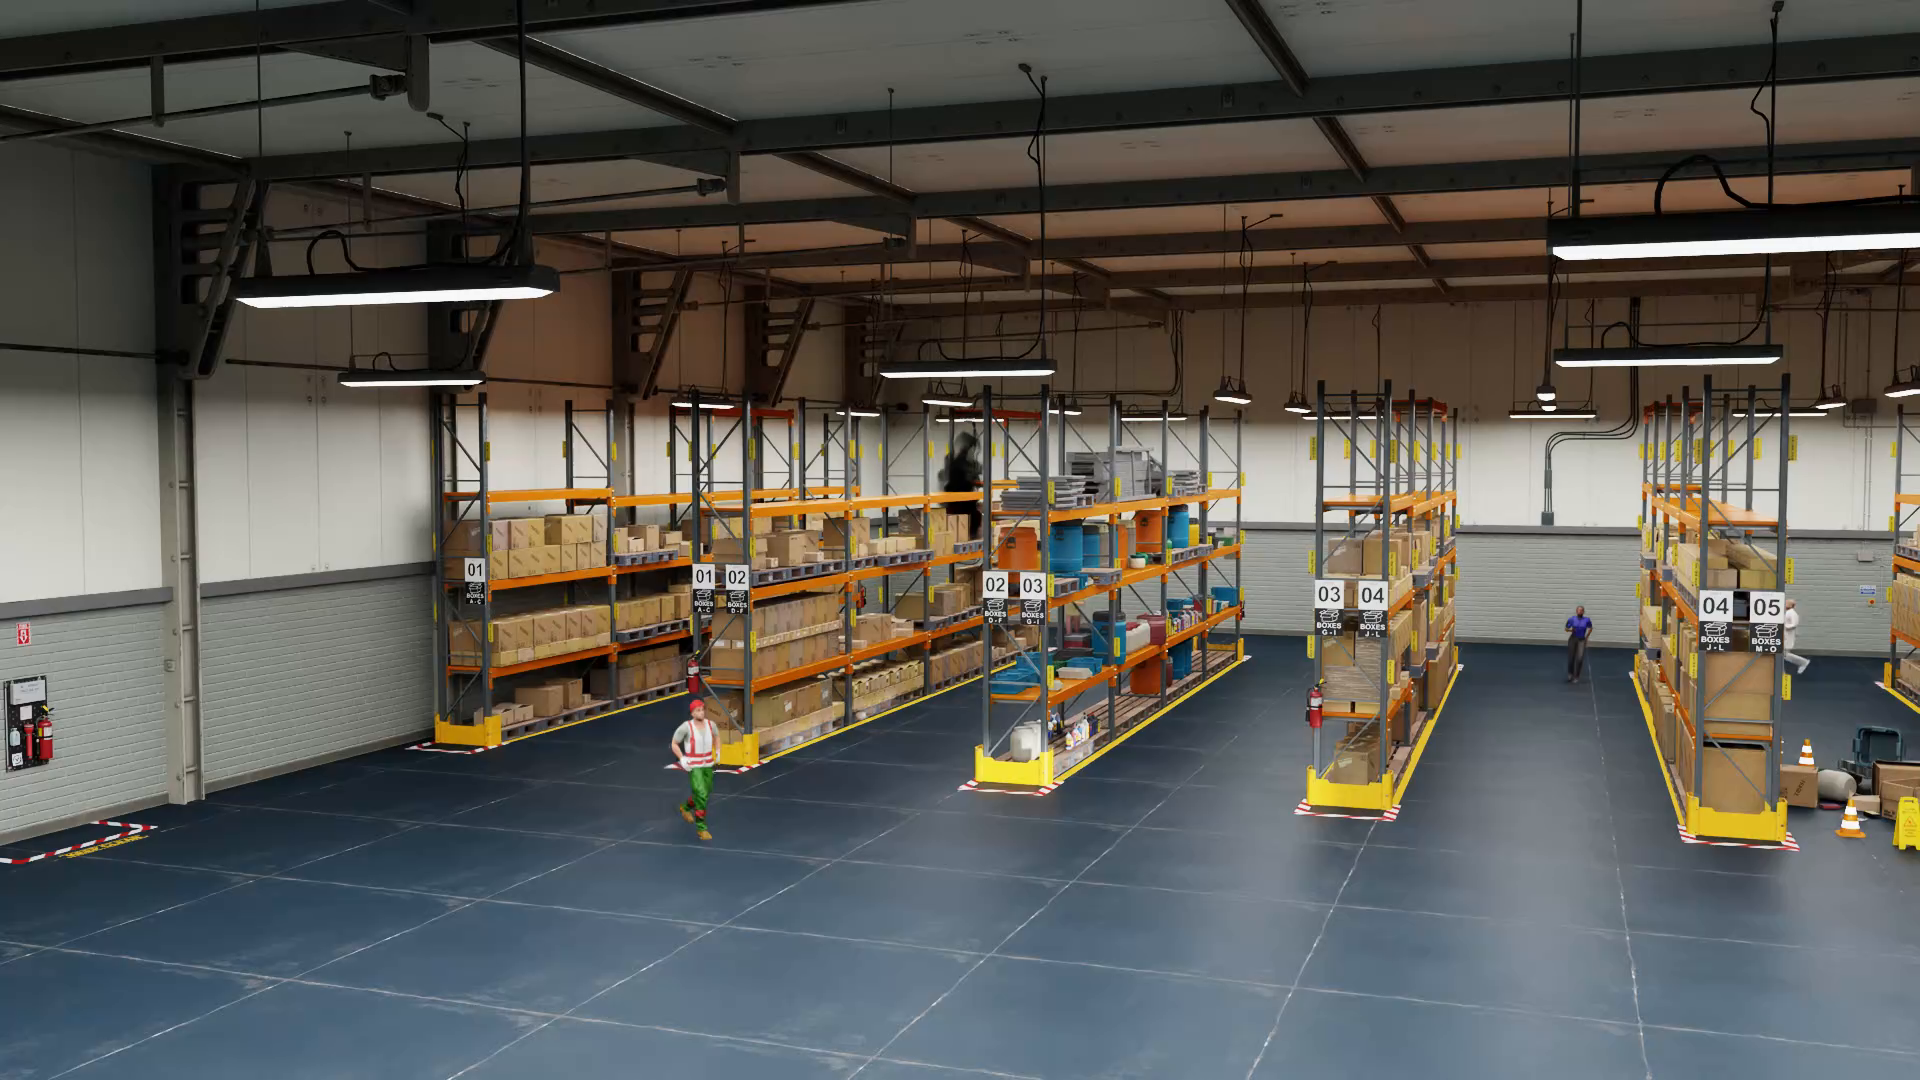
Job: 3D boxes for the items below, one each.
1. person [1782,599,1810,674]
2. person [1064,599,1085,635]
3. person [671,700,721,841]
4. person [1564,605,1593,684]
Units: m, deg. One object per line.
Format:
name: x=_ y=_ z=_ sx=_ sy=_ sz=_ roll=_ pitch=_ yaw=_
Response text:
person: x=18.405 y=2.167 z=36.928 sx=0.826 sy=1.735 sz=0.713 roll=1 pitch=3 yaw=14
person: x=2.648 y=1.788 z=39.063 sx=0.574 sy=1.703 sz=0.905 roll=1 pitch=3 yaw=14
person: x=-3.433 y=2.964 z=21.689 sx=0.679 sy=1.803 sz=0.798 roll=-2 pitch=4 yaw=-39
person: x=13.405 y=2.271 z=36.057 sx=0.581 sy=1.717 sz=0.755 roll=1 pitch=3 yaw=20
